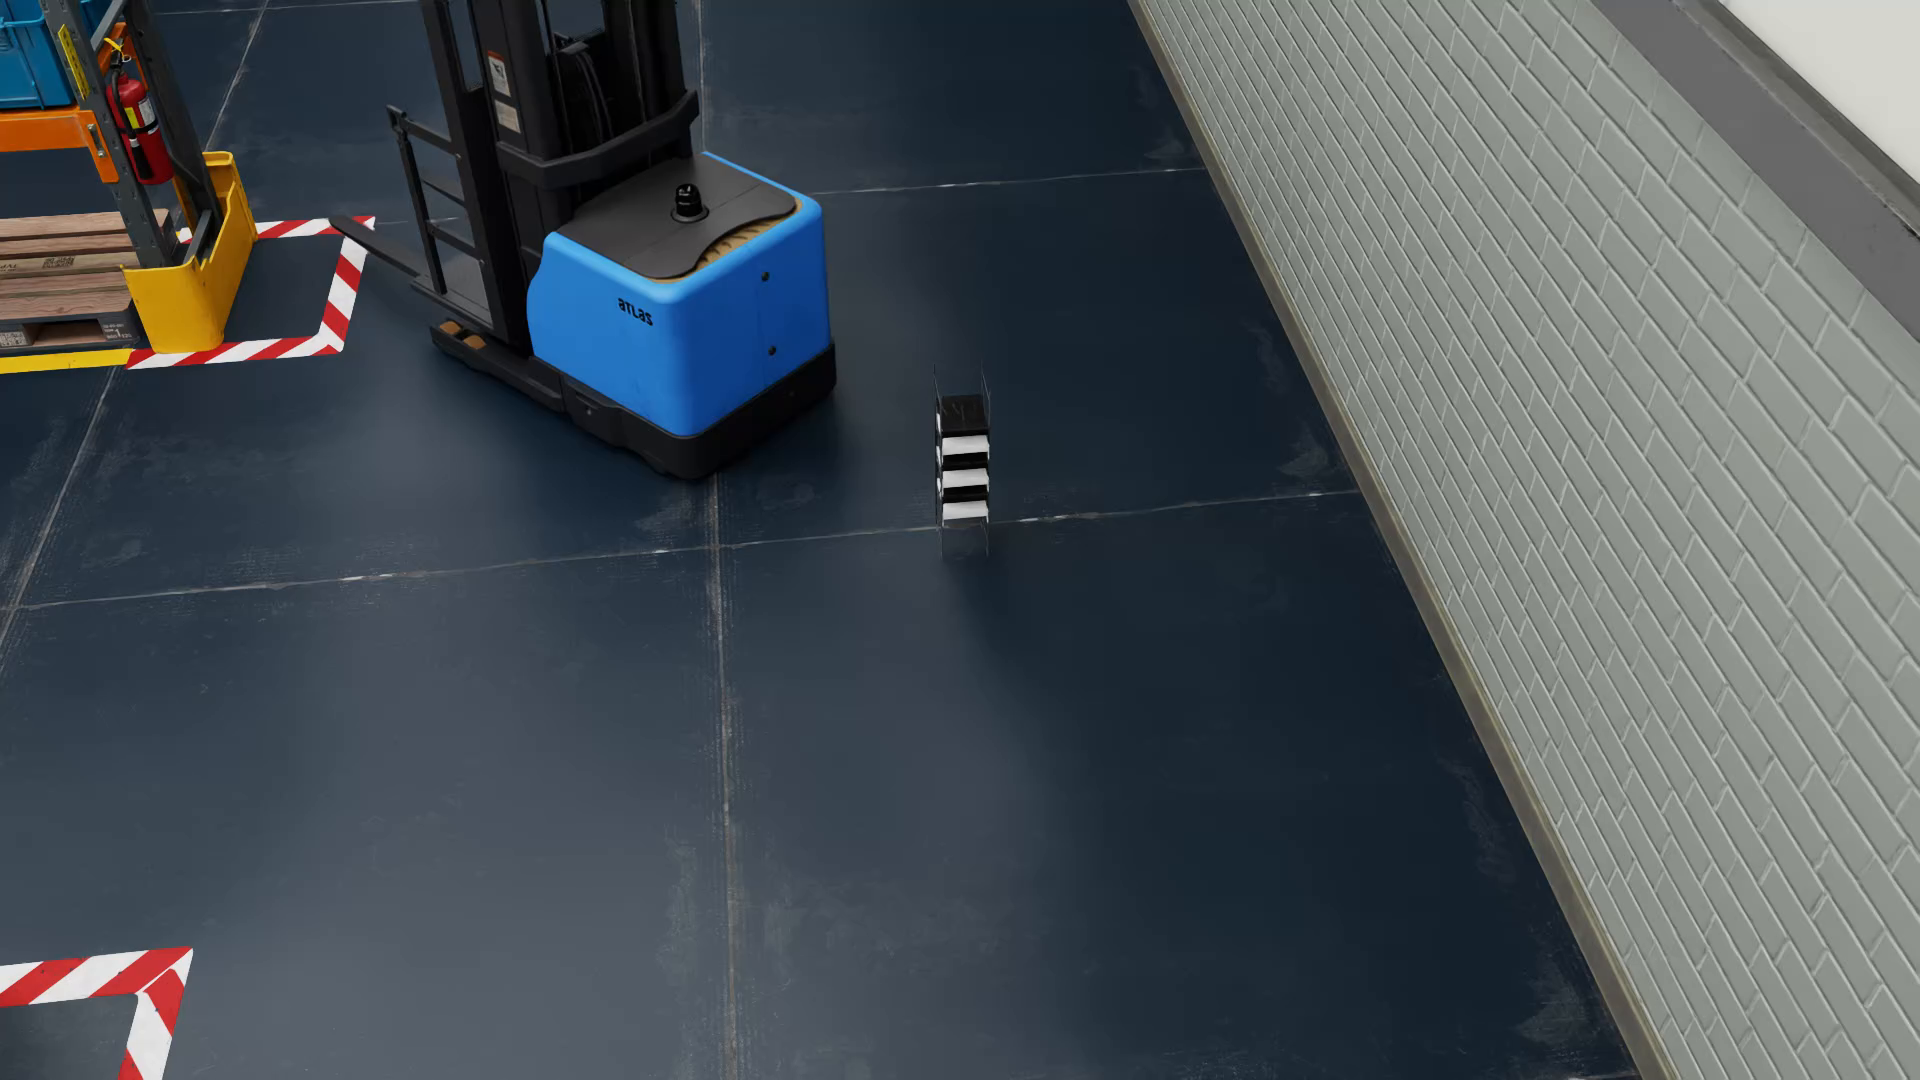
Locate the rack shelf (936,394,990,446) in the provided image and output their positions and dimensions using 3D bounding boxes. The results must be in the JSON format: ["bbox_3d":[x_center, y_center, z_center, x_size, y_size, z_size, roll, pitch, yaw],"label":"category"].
[{"bbox_3d":[0.008,-0.511,7.006,0.200,0.077,0.258,-5,42,-6],"label":"rack shelf"}]

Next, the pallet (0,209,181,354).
[{"bbox_3d":[-4.897,-1.371,8.828,1.213,0.211,1.003,-5,42,-6],"label":"pallet"}]

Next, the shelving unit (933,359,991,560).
[{"bbox_3d":[0.008,-0.335,7.165,0.210,0.900,0.258,-5,42,-6],"label":"shelving unit"}]

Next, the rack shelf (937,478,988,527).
[{"bbox_3d":[0.008,-0.176,7.307,0.200,0.077,0.258,-5,42,-6],"label":"rack shelf"}]

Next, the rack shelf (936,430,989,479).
[{"bbox_3d":[0.008,-0.377,7.127,0.200,0.077,0.258,-5,42,-6],"label":"rack shelf"}]

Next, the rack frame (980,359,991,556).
[{"bbox_3d":[0.109,-0.344,7.174,0.006,0.900,0.240,-5,42,-6],"label":"rack frame"}]

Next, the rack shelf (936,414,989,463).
[{"bbox_3d":[0.008,-0.444,7.066,0.200,0.077,0.258,-5,42,-6],"label":"rack shelf"}]

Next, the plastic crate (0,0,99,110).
[{"bbox_3d":[-4.382,-2.335,7.743,0.499,0.435,0.616,-5,42,-6],"label":"plastic crate"}]

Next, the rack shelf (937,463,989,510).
[{"bbox_3d":[0.008,-0.243,7.247,0.200,0.077,0.258,-5,42,-6],"label":"rack shelf"}]

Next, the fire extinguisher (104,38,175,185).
[{"bbox_3d":[-3.865,-1.997,7.776,0.183,0.674,0.296,-5,42,-6],"label":"fire extinguisher"}]

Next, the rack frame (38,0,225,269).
[{"bbox_3d":[-4.074,-2.453,7.945,0.127,3.000,1.000,-5,42,-6],"label":"rack frame"}]

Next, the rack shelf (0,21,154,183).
[{"bbox_3d":[-6.057,-2.012,7.993,4.000,0.370,1.077,-5,42,-6],"label":"rack shelf"}]

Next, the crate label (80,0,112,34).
[{"bbox_3d":[-4.361,-2.610,8.199,0.303,0.233,0.416,-5,42,-6],"label":"crate label"}]

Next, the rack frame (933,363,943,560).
[{"bbox_3d":[-0.093,-0.326,7.155,0.006,0.900,0.240,-5,42,-6],"label":"rack frame"}]

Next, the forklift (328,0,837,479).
[{"bbox_3d":[-2.070,-2.202,7.719,3.031,2.935,1.130,29,49,28],"label":"forklift"}]

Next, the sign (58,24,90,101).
[{"bbox_3d":[-3.986,-2.149,7.487,0.005,0.325,0.100,-5,42,-6],"label":"sign"}]

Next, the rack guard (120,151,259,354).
[{"bbox_3d":[-4.052,-1.535,8.794,0.348,0.500,1.175,-5,42,-6],"label":"rack guard"}]

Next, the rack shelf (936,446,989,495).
[{"bbox_3d":[0.008,-0.310,7.187,0.200,0.077,0.258,-5,42,-6],"label":"rack shelf"}]
